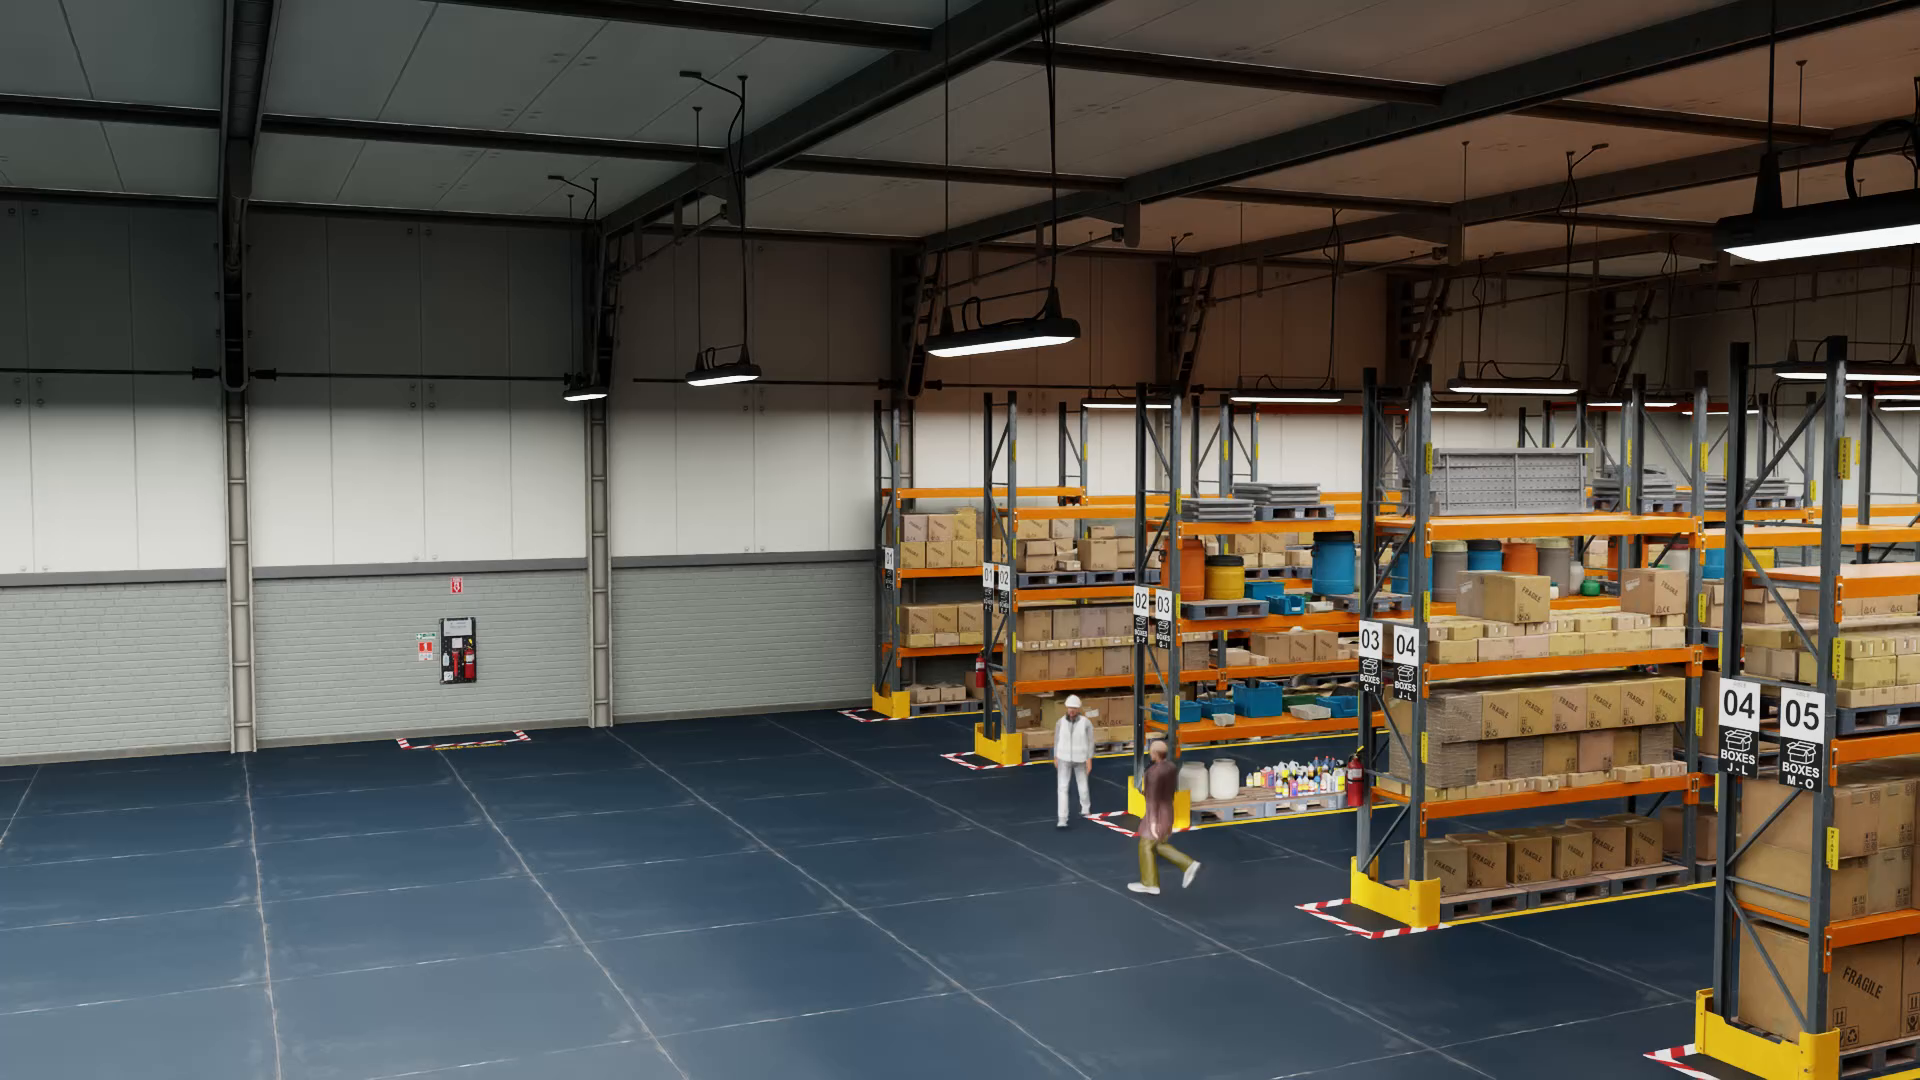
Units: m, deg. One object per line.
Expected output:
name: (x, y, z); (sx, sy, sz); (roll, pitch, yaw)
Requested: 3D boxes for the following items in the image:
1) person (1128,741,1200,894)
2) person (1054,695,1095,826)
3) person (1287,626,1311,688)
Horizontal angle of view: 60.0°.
person: (2.326, 3.157, 18.972); (0.804, 1.755, 0.604); (1, 4, 21)
person: (1.543, 2.979, 22.603); (0.571, 1.742, 0.984); (1, 3, 11)
person: (6.602, 2.474, 31.903); (0.681, 1.669, 0.741); (-1, 3, -15)
